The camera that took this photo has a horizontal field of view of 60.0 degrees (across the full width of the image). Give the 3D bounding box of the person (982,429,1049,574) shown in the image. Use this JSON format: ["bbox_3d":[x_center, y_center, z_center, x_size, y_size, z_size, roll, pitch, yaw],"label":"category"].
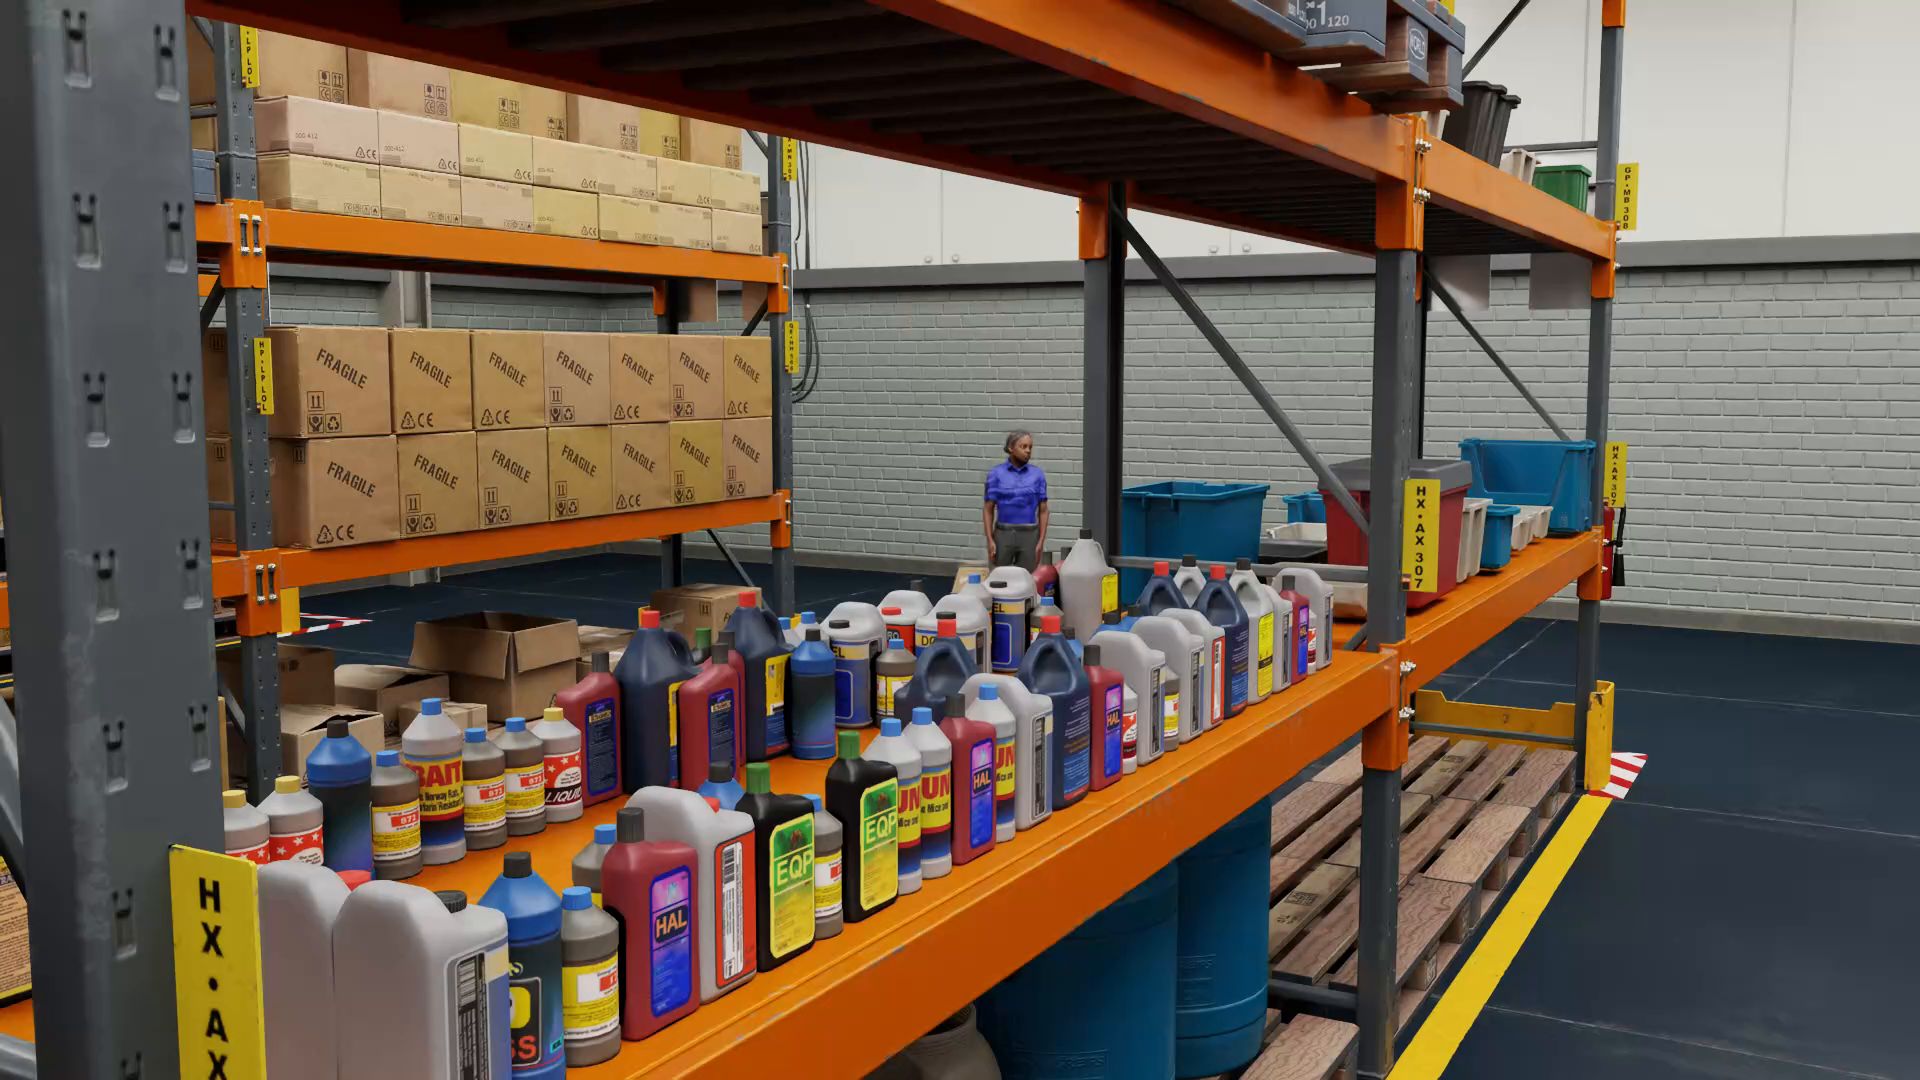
[{"bbox_3d":[0.355,0.046,11.848,0.568,1.667,0.355,0,6,-3],"label":"person"}]
